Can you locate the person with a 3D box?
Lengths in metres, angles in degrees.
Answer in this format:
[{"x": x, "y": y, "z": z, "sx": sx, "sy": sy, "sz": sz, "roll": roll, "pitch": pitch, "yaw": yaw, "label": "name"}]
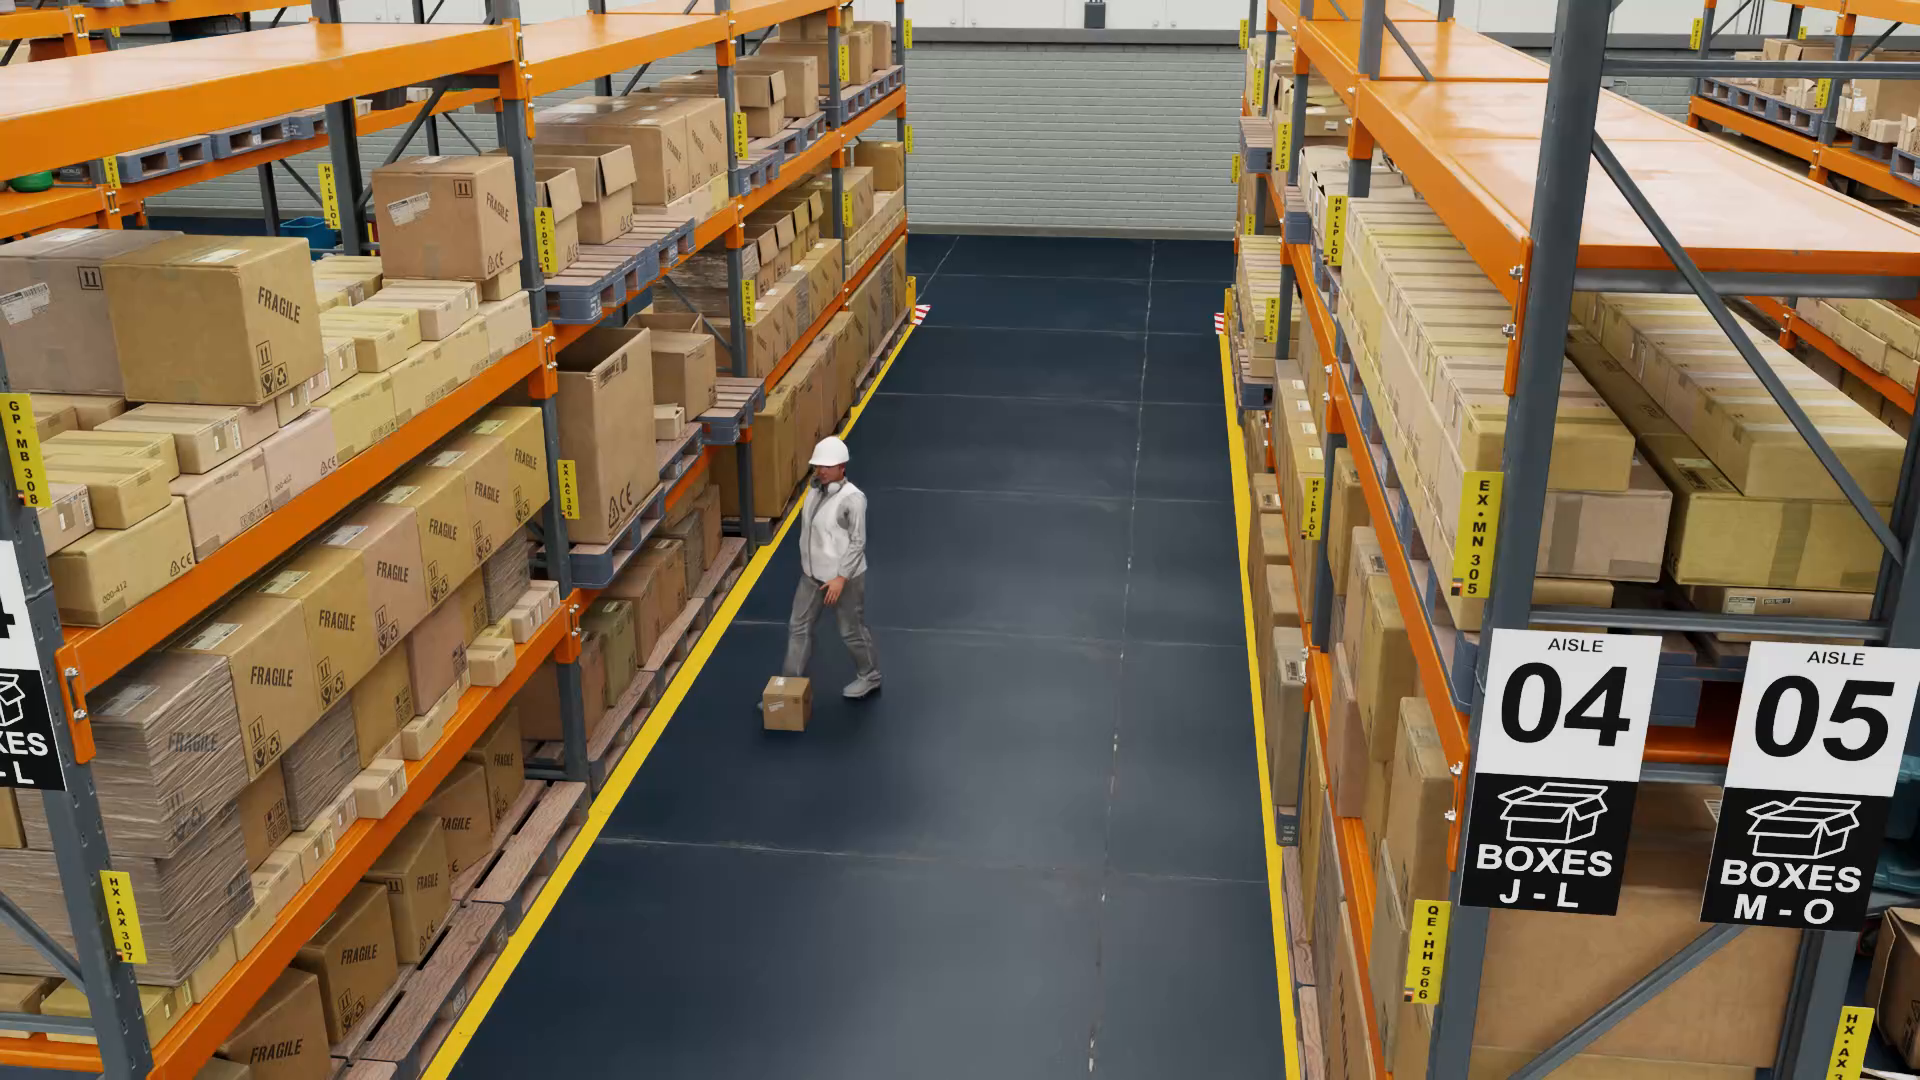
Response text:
[{"x": -0.911, "y": 0.222, "z": 10.487, "sx": 0.885, "sy": 1.743, "sz": 0.615, "roll": -19, "pitch": 28, "yaw": -40, "label": "person"}]
